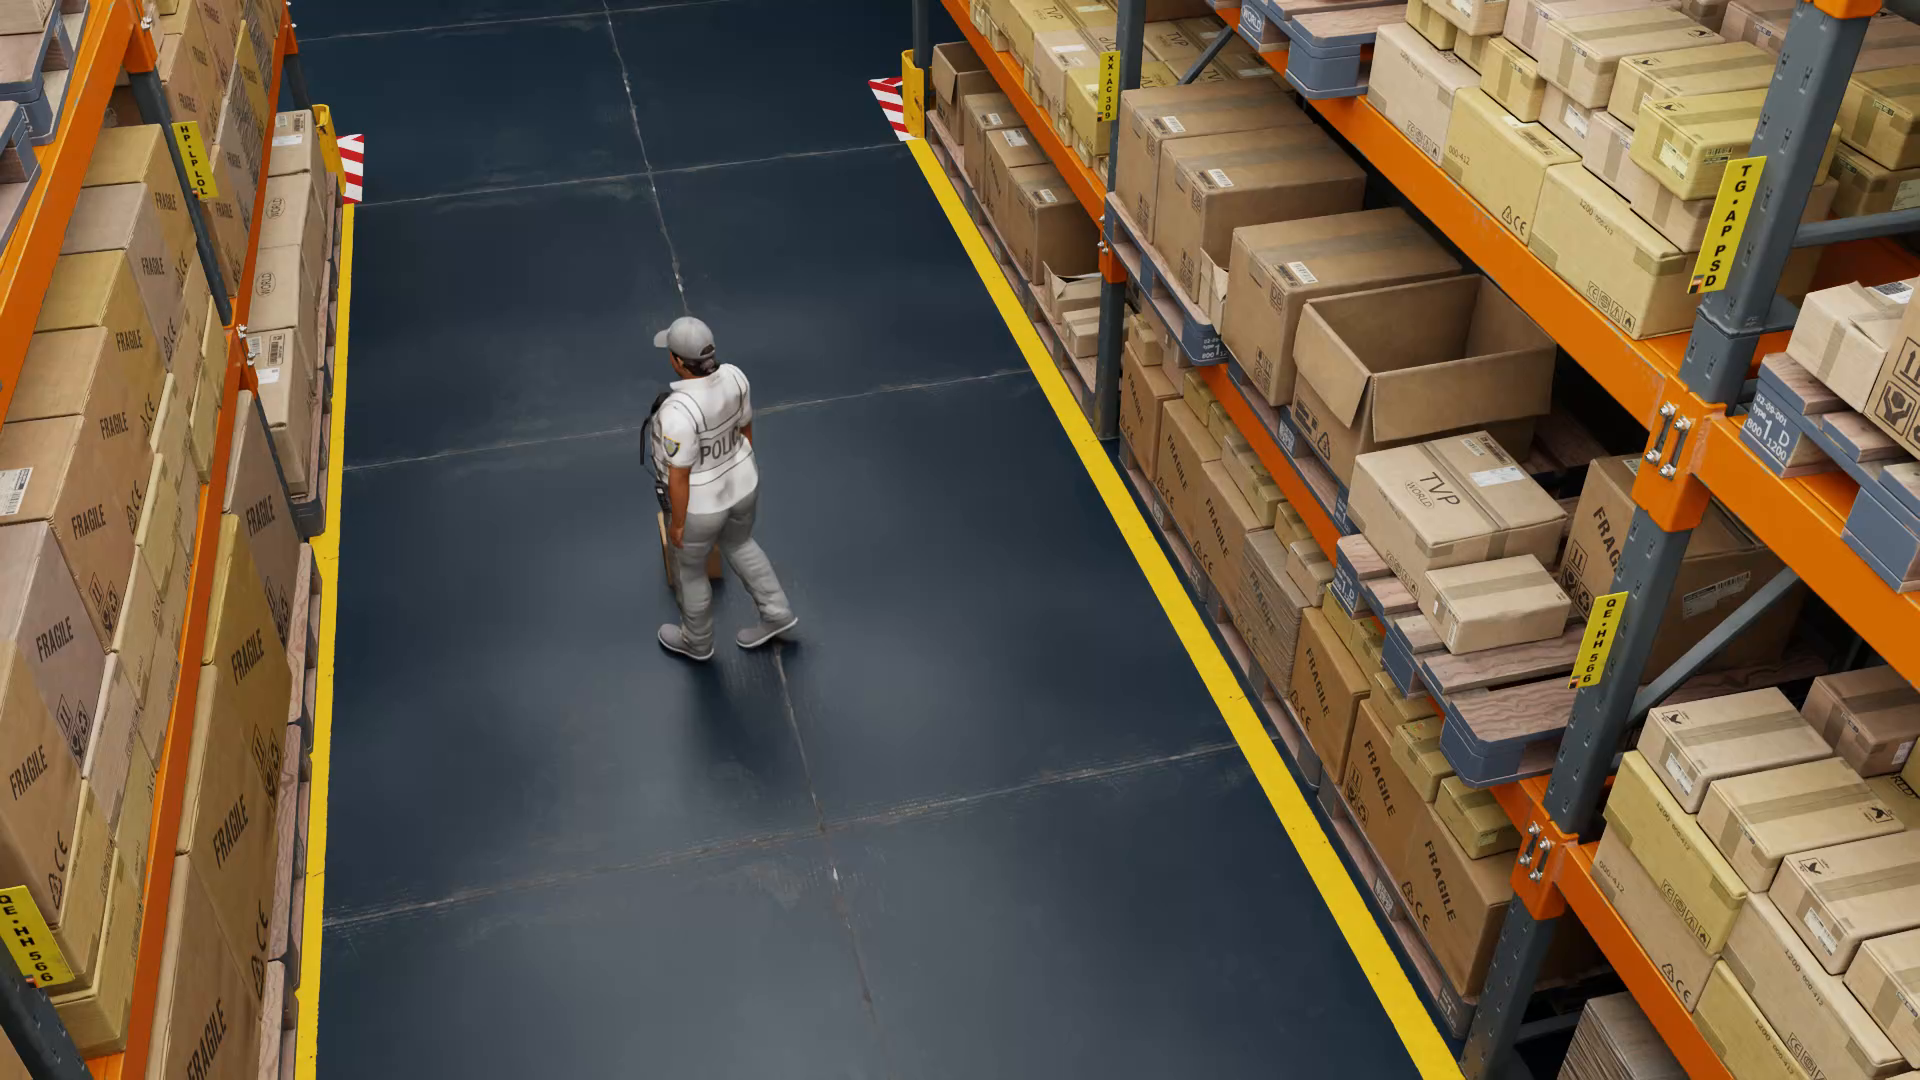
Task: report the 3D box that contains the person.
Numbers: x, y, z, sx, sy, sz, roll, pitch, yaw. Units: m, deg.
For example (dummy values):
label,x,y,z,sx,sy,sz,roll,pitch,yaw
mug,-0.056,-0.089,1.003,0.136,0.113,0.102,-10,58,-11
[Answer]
label,x,y,z,sx,sy,sz,roll,pitch,yaw
person,-1.051,-0.194,6.950,0.542,1.674,0.497,23,44,26
